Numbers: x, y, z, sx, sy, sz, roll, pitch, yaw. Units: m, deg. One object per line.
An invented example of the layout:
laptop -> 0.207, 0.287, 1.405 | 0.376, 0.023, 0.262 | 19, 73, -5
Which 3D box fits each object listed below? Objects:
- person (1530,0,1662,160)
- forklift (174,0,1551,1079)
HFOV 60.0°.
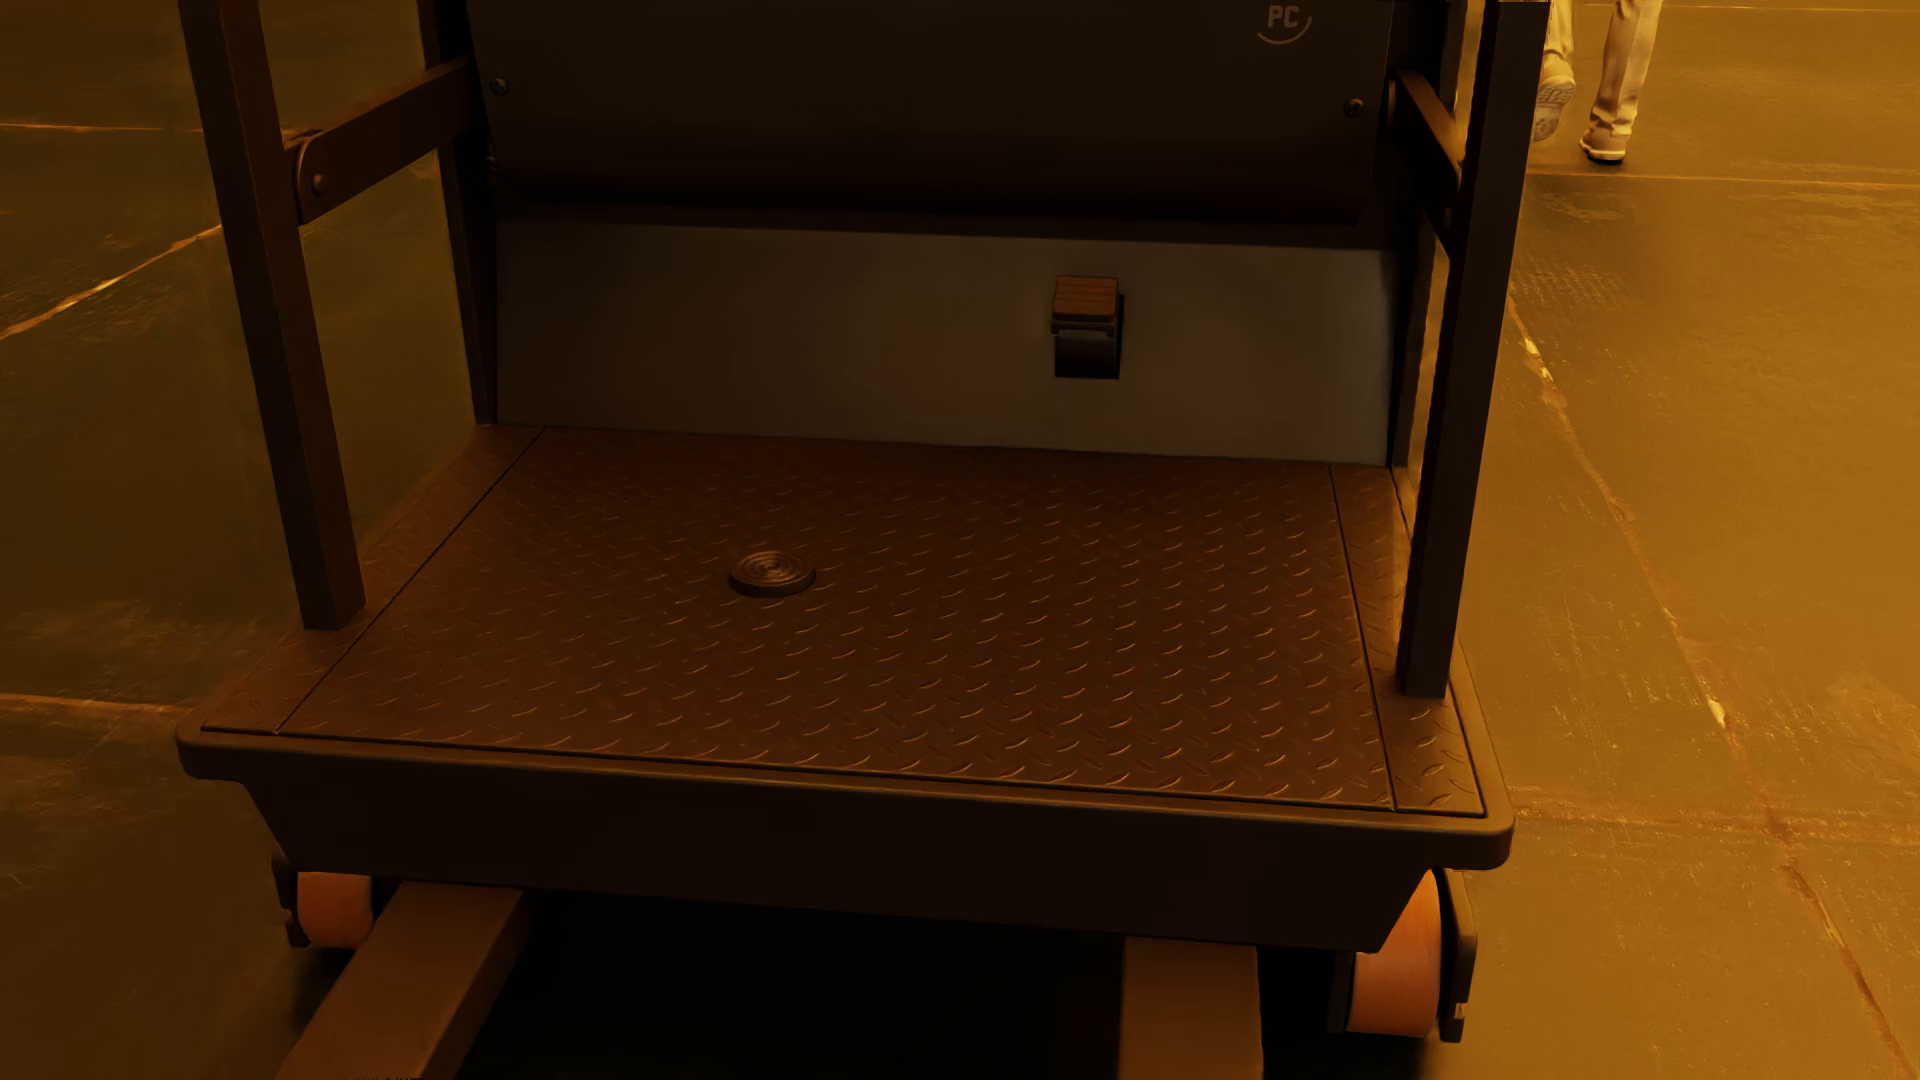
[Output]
person -> 1.735, -1.813, 4.292 | 0.659, 1.649, 0.452 | 5, 27, 10
forklift -> -0.061, -1.009, 1.240 | 1.130, 2.935, 3.031 | 3, 27, 6
